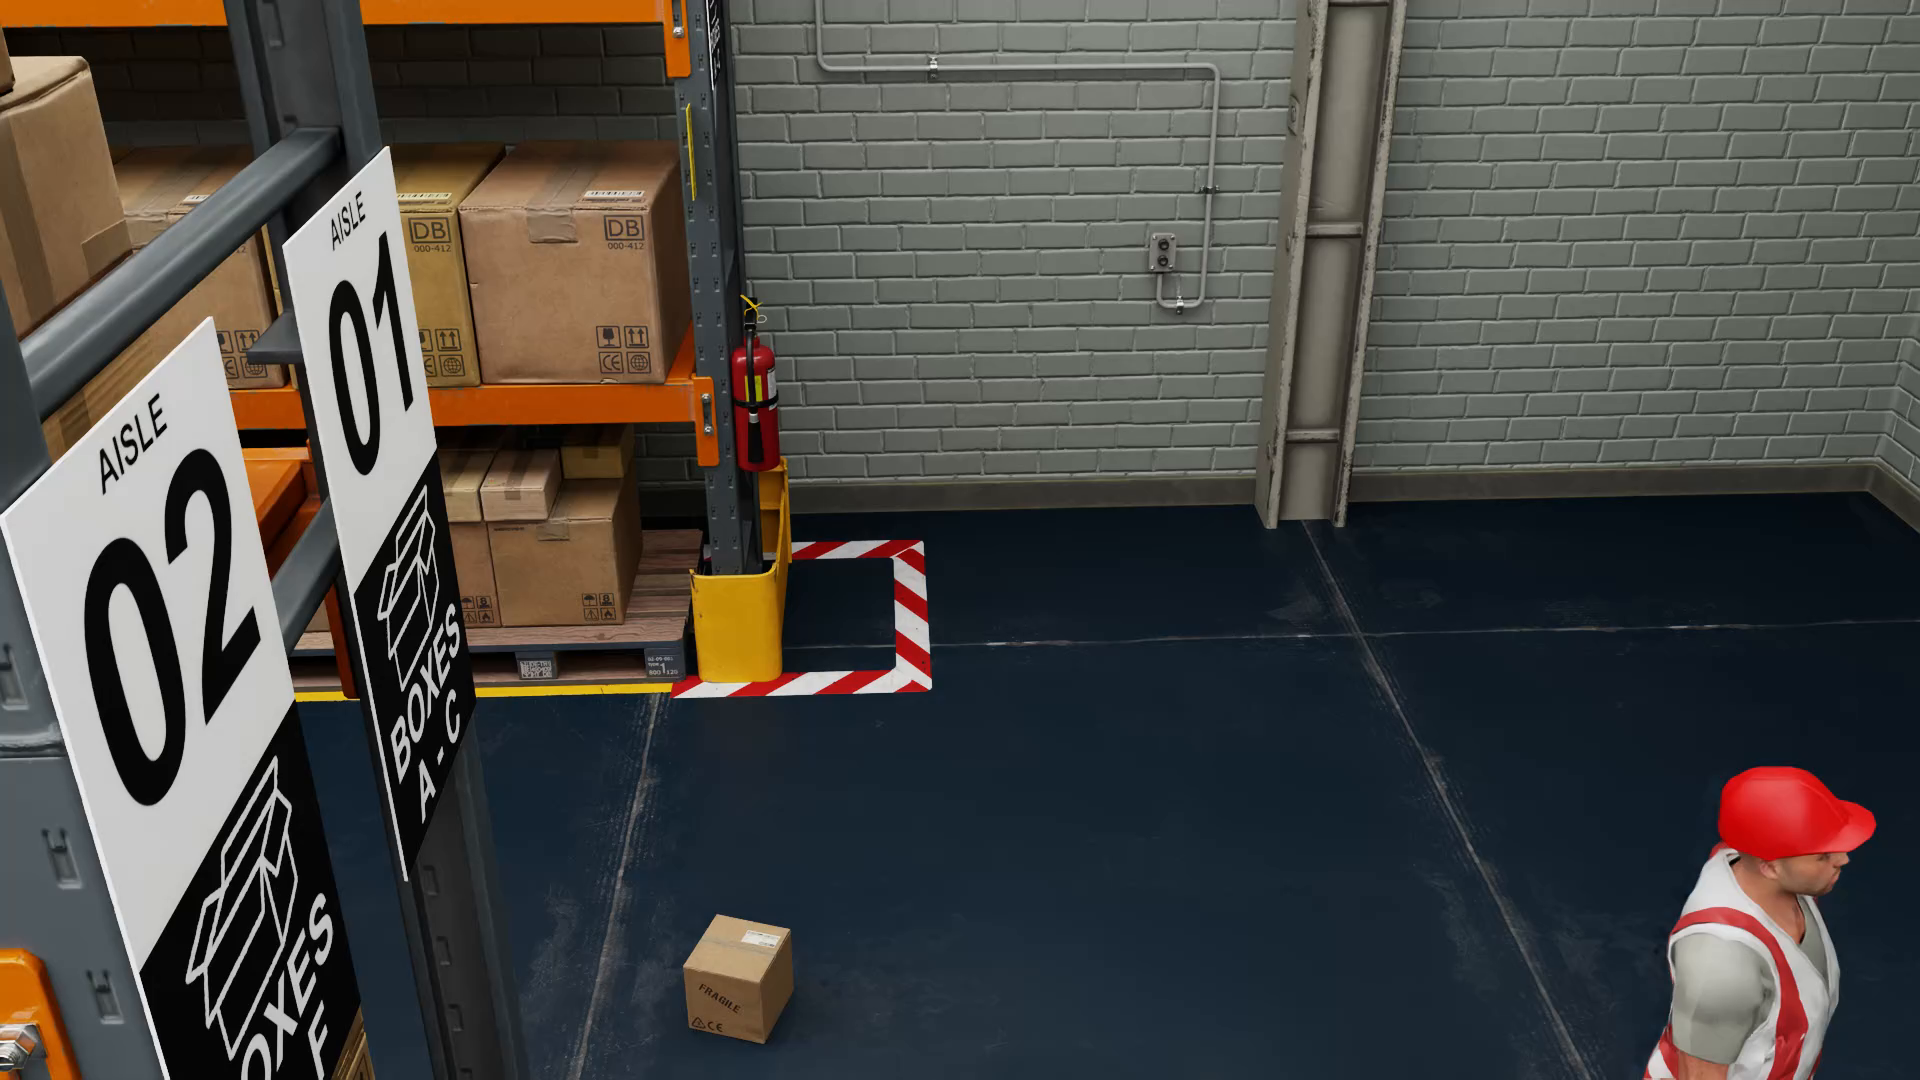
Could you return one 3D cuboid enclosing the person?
[{"bbox_3d":[1.655,1.243,3.630,0.501,1.782,0.543,20,33,33],"label":"person"}]
